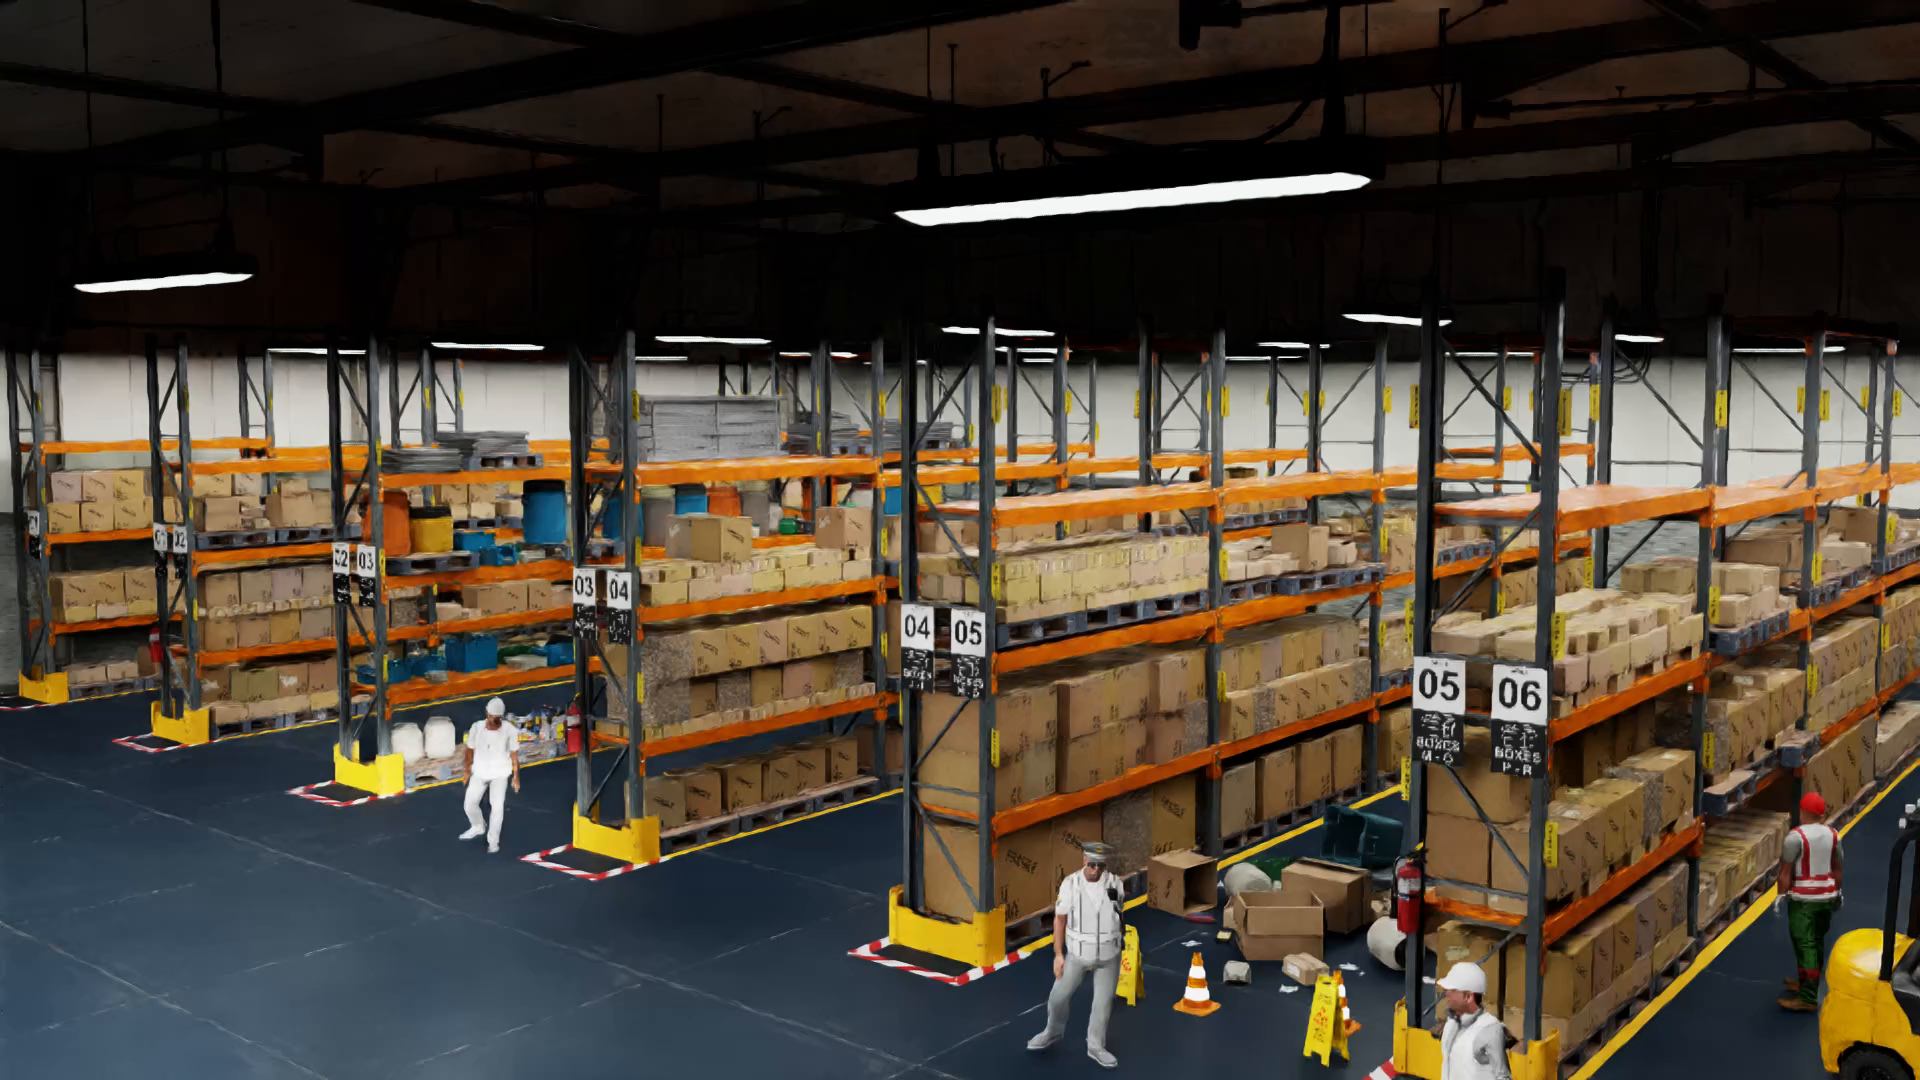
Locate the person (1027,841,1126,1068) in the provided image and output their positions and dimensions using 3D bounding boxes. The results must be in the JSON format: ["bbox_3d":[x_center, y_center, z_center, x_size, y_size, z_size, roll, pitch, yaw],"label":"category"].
[{"bbox_3d":[0.896,3.152,12.785,0.734,1.742,0.554,0,5,-4],"label":"person"}]

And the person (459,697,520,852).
[{"bbox_3d":[-5.310,2.621,18.710,0.742,1.743,0.539,0,5,0],"label":"person"}]

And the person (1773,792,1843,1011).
[{"bbox_3d":[7.137,2.999,14.018,0.655,1.785,0.577,-2,5,-19],"label":"person"}]

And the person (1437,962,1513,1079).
[{"bbox_3d":[3.133,3.396,9.935,0.559,1.768,0.588,-1,5,-13],"label":"person"}]
